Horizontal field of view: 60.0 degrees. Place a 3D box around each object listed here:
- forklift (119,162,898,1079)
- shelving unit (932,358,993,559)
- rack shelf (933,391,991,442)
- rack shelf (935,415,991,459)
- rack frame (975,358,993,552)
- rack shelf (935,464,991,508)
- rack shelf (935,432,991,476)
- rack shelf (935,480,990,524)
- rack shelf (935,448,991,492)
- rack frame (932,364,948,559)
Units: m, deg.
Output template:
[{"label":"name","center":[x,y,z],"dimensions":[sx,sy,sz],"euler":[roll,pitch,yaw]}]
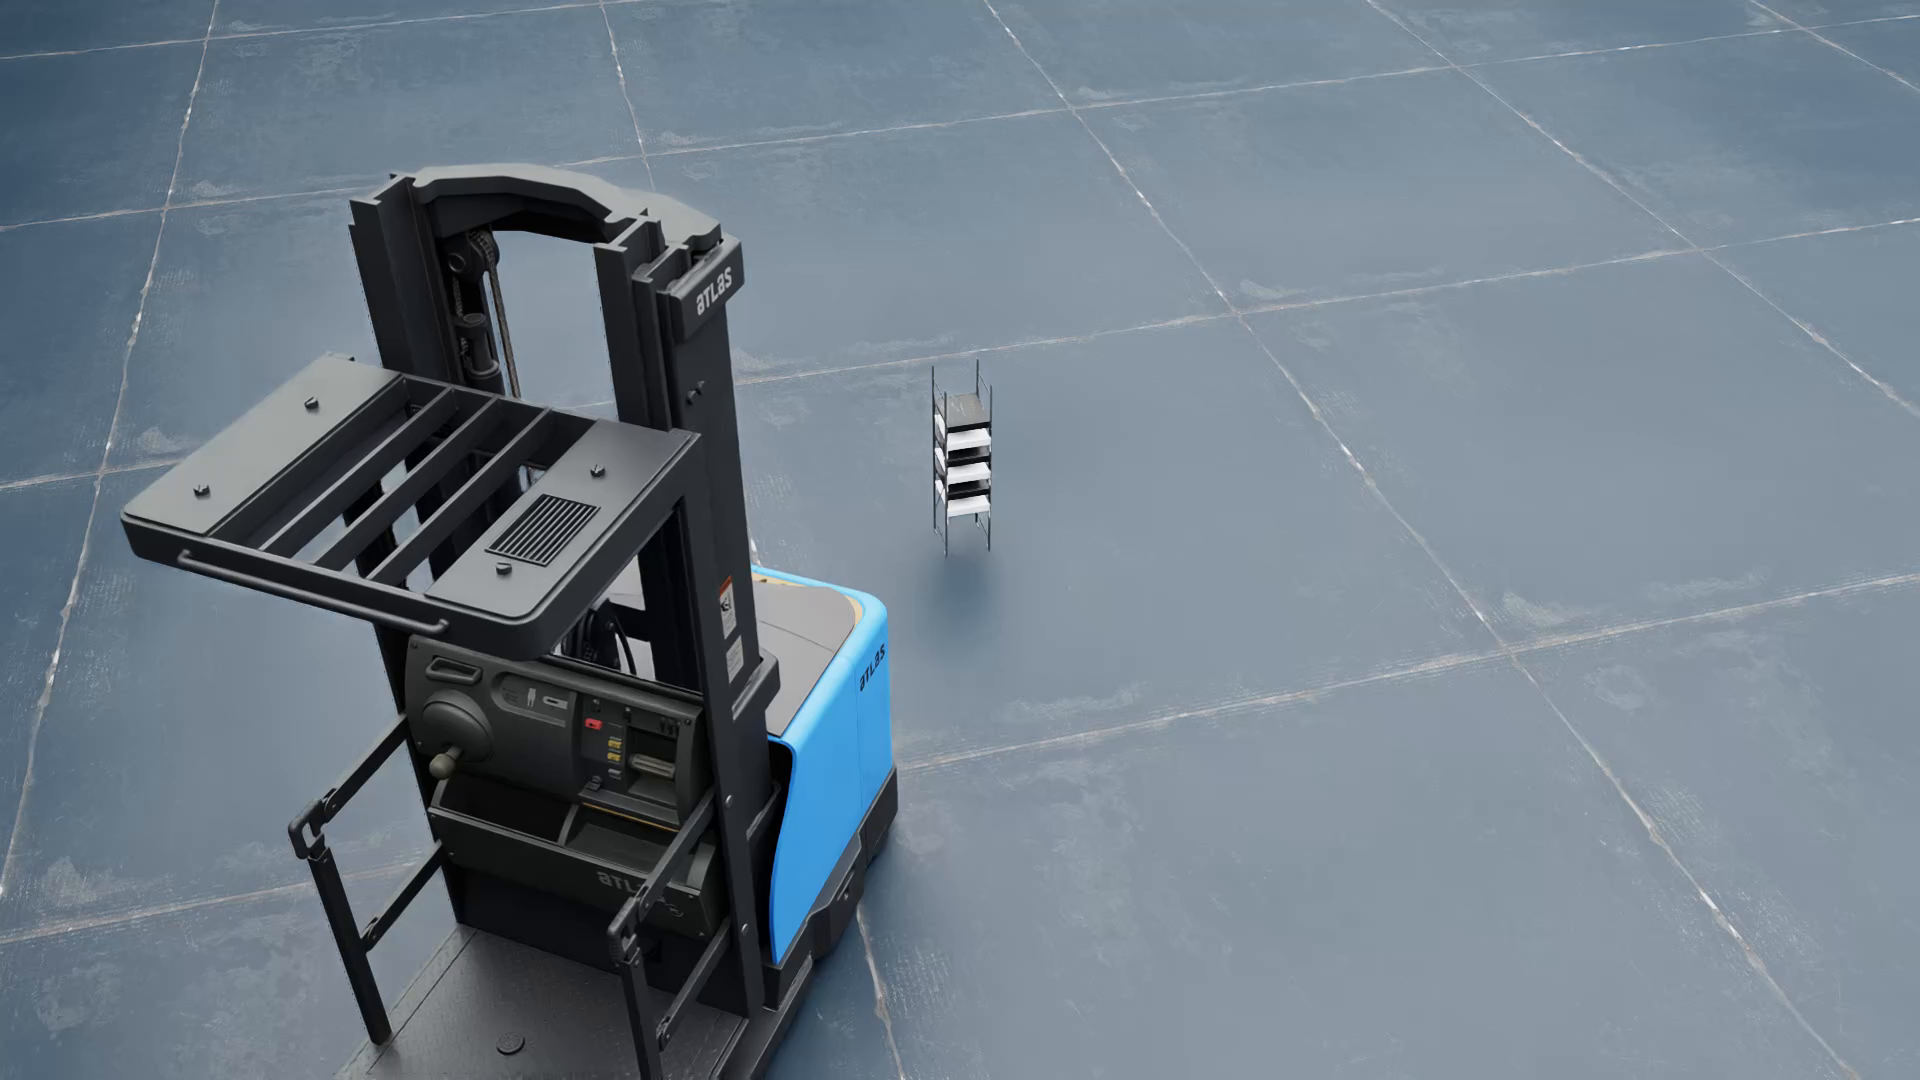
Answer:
[{"label":"forklift","center":[-1.235,0.617,4.532],"dimensions":[1.130,2.935,3.031],"euler":[13,39,16]},{"label":"shelving unit","center":[0.008,-0.359,7.478],"dimensions":[0.210,0.900,0.258],"euler":[-9,38,-12]},{"label":"rack shelf","center":[0.008,-0.547,7.334],"dimensions":[0.200,0.077,0.258],"euler":[-9,38,-12]},{"label":"rack shelf","center":[0.008,-0.475,7.389],"dimensions":[0.200,0.077,0.258],"euler":[-9,38,-12]},{"label":"rack frame","center":[0.106,-0.375,7.499],"dimensions":[0.006,0.900,0.240],"euler":[-9,38,-12]},{"label":"rack shelf","center":[0.008,-0.261,7.553],"dimensions":[0.200,0.077,0.258],"euler":[-9,38,-12]},{"label":"rack shelf","center":[0.008,-0.404,7.444],"dimensions":[0.200,0.077,0.258],"euler":[-9,38,-12]},{"label":"rack shelf","center":[0.008,-0.189,7.608],"dimensions":[0.200,0.077,0.258],"euler":[-9,38,-12]},{"label":"rack shelf","center":[0.008,-0.332,7.499],"dimensions":[0.200,0.077,0.258],"euler":[-9,38,-12]},{"label":"rack frame","center":[-0.090,-0.343,7.457],"dimensions":[0.006,0.900,0.240],"euler":[-9,38,-12]}]
